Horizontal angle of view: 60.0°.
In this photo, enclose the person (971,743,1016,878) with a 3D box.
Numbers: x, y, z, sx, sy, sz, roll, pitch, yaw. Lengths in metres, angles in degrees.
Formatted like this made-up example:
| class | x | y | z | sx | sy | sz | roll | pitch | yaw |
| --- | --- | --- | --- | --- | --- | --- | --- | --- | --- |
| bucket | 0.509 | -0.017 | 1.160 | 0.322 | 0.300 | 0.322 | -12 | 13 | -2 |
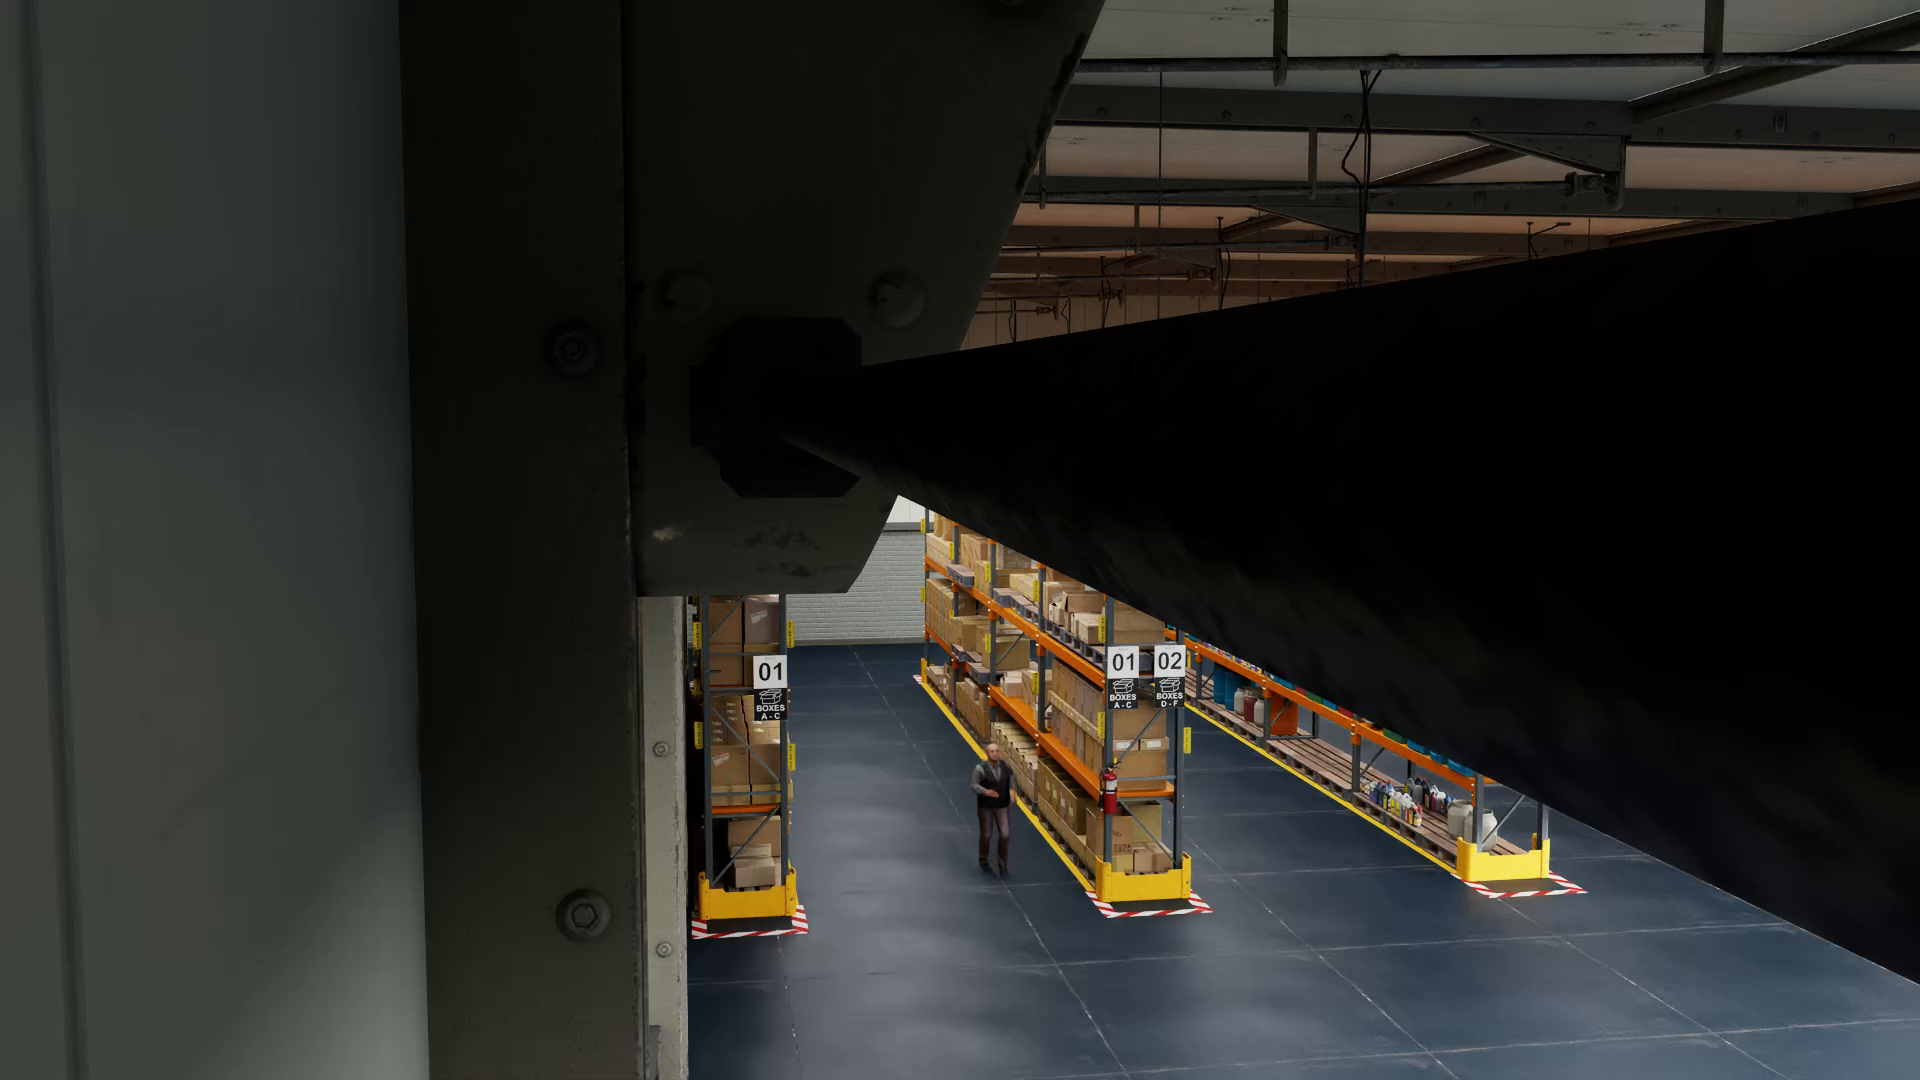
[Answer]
| class | x | y | z | sx | sy | sz | roll | pitch | yaw |
| --- | --- | --- | --- | --- | --- | --- | --- | --- | --- |
| person | 0.451 | 3.563 | 21.905 | 0.668 | 1.795 | 0.742 | -1 | 5 | -14 |
